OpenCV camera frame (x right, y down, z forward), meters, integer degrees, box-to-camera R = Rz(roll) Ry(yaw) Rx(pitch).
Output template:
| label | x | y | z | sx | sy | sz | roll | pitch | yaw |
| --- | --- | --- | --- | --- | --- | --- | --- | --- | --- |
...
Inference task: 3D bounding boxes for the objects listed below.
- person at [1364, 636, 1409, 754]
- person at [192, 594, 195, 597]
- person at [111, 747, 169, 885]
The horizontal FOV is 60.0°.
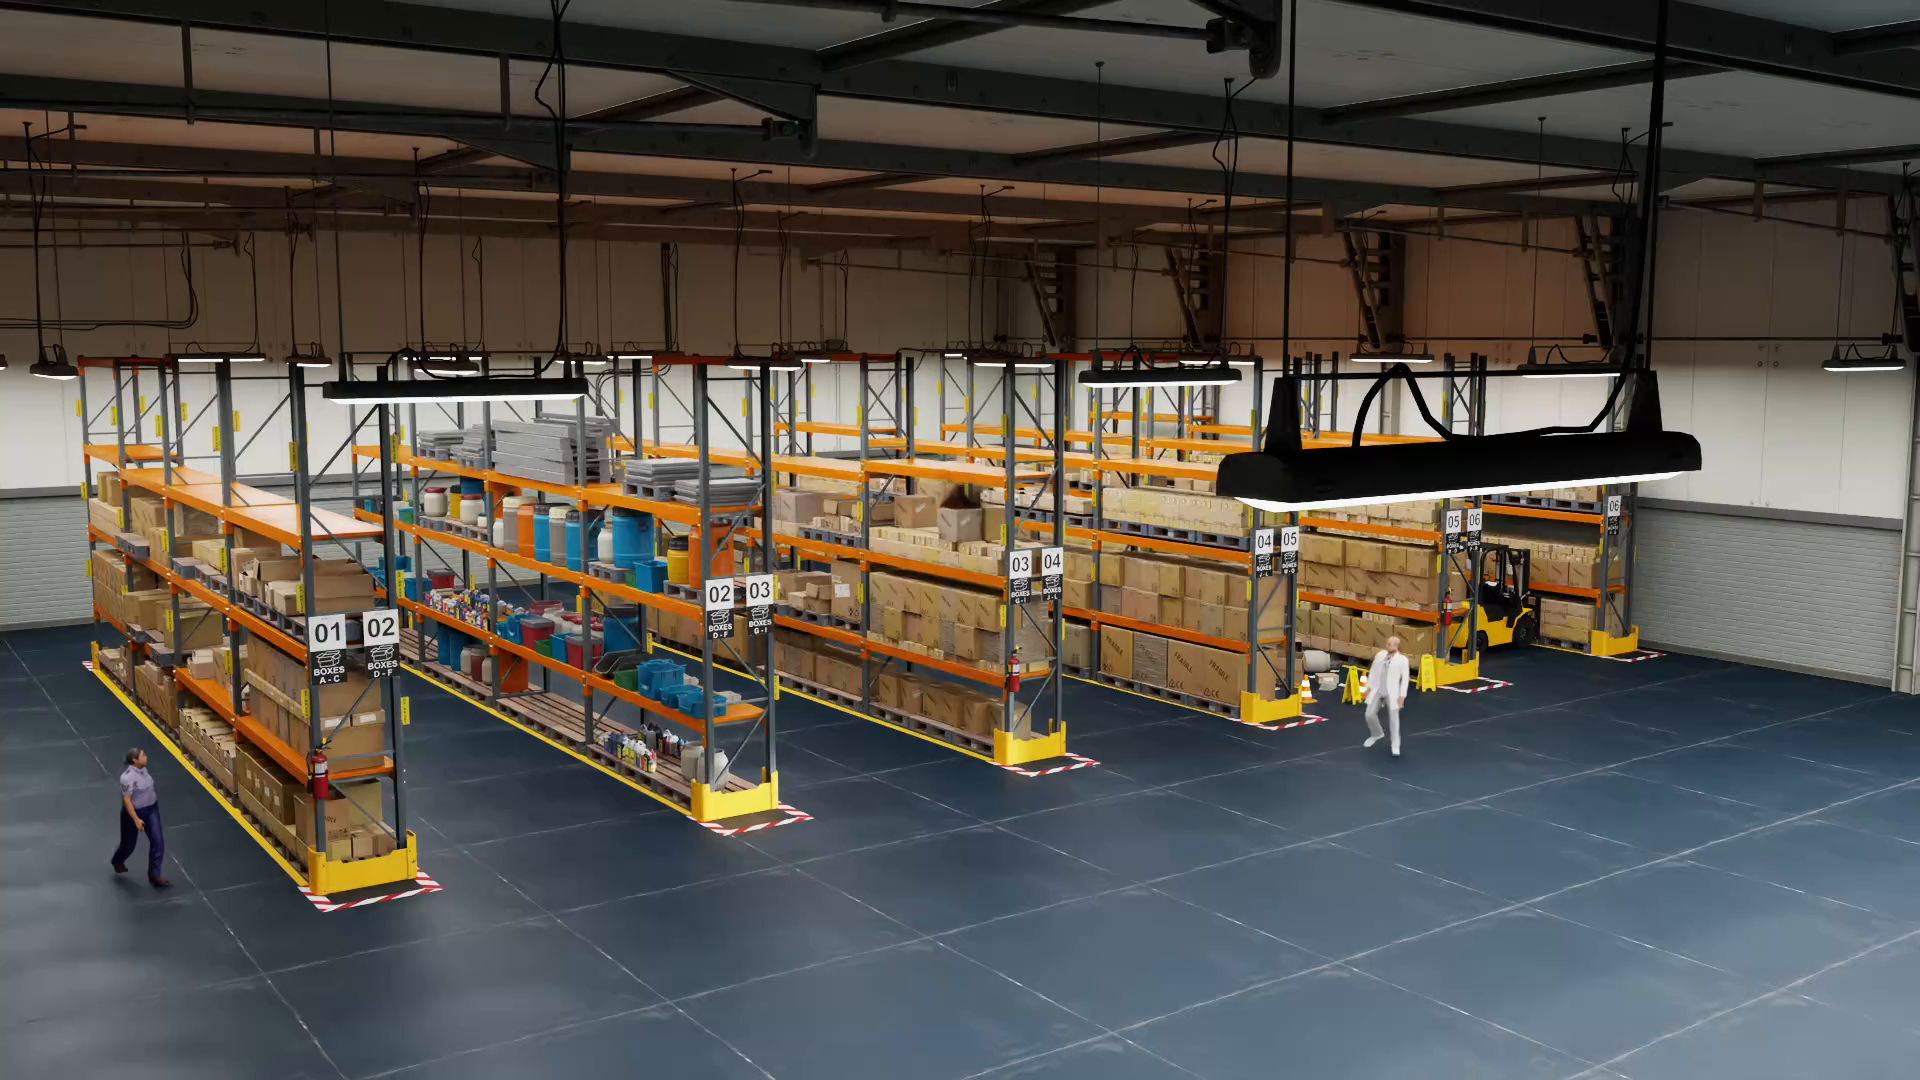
| label | x | y | z | sx | sy | sz | roll | pitch | yaw |
| --- | --- | --- | --- | --- | --- | --- | --- | --- | --- |
| person | 6.527 | 2.356 | 25.490 | 0.664 | 1.776 | 0.516 | 3 | 8 | 27 |
| person | -15.259 | 1.468 | 33.442 | 0.974 | 1.625 | 0.458 | 5 | 9 | 37 |
| person | -9.594 | 3.188 | 19.371 | 0.898 | 1.594 | 0.455 | 6 | 9 | 40 |
